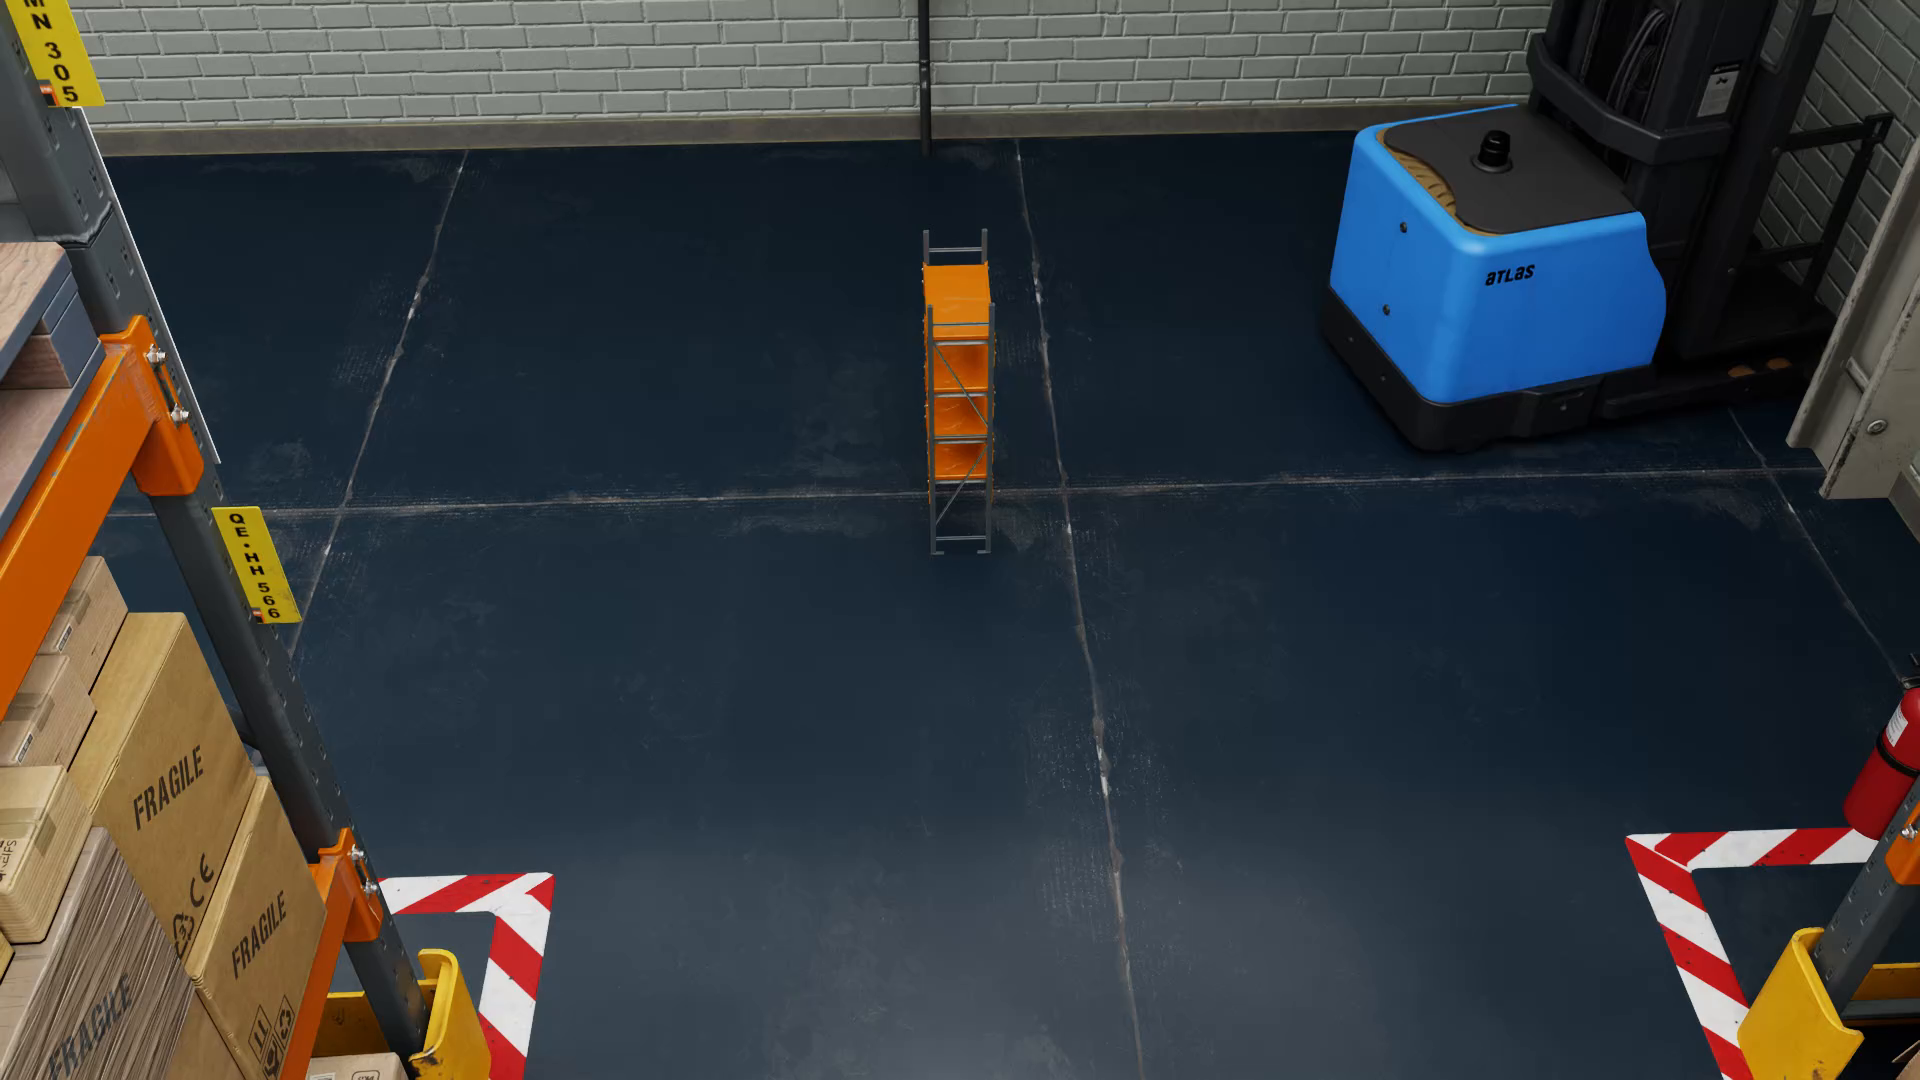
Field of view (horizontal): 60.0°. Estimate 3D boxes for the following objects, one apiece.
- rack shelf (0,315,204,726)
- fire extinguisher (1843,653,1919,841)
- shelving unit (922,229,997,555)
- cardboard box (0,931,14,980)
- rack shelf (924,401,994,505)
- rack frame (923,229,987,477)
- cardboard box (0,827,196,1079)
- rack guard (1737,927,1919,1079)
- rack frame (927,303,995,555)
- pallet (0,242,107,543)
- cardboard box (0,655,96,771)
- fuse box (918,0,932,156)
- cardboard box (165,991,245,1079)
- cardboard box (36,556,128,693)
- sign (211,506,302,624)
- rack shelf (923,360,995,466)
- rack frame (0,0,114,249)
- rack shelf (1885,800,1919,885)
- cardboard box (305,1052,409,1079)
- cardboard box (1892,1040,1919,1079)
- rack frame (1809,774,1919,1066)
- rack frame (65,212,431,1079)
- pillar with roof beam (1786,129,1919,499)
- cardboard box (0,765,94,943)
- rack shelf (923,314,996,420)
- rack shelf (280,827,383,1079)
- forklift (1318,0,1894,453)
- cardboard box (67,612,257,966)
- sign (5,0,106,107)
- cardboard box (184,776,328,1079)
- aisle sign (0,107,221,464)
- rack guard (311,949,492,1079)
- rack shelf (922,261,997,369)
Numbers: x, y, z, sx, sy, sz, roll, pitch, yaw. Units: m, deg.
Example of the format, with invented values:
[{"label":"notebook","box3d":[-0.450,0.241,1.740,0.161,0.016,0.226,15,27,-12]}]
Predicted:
[{"label":"rack shelf","box3d":[-1.912,1.086,1.658,1.077,0.370,4.000,-2,43,-2]},{"label":"fire extinguisher","box3d":[2.494,0.511,4.306,0.296,0.674,0.183,-2,43,-2]},{"label":"shelving unit","box3d":[-0.007,-0.554,6.466,0.258,1.200,0.503,-2,43,-2]},{"label":"cardboard box","box3d":[-1.682,0.682,2.492,0.380,0.149,0.250,-1,43,-1]},{"label":"rack shelf","box3d":[-0.007,-0.358,6.646,0.258,0.148,0.480,-2,43,-2]},{"label":"rack frame","box3d":[-0.017,-0.719,6.646,0.240,1.200,0.015,-2,43,-2]},{"label":"cardboard box","box3d":[-1.687,0.841,2.798,0.500,0.500,0.500,-2,43,-2]},{"label":"rack guard","box3d":[2.965,1.404,4.848,1.175,0.500,0.348,-2,43,-2]},{"label":"rack frame","box3d":[0.003,-0.389,6.287,0.240,1.200,0.015,-2,43,-2]},{"label":"pallet","box3d":[-1.955,0.003,2.372,1.003,0.211,1.213,-2,43,-2]},{"label":"cardboard box","box3d":[-1.747,0.339,2.867,0.380,0.149,0.250,-1,43,-1]},{"label":"fuse box","box3d":[-0.155,-2.717,8.448,0.539,1.711,0.414,-2,43,-2]},{"label":"cardboard box","box3d":[-1.706,1.196,3.151,0.500,0.500,0.500,-2,43,-3]},{"label":"cardboard box","box3d":[-1.782,0.168,3.053,0.380,0.149,0.250,-1,43,-1]},{"label":"sign","box3d":[-1.454,0.056,3.437,0.100,0.325,0.005,-2,43,-2]},{"label":"rack shelf","box3d":[-0.007,-0.504,6.512,0.258,0.148,0.480,-2,43,-2]},{"label":"rack frame","box3d":[-1.997,-1.636,1.875,1.000,3.000,0.127,-2,43,-2]},{"label":"rack shelf","box3d":[3.047,2.046,2.830,1.077,0.370,4.000,-2,43,-2]},{"label":"cardboard box","box3d":[-1.869,1.808,4.143,0.875,0.438,0.875,-3,43,-3]},{"label":"cardboard box","box3d":[2.893,1.612,4.308,0.797,0.503,0.637,-3,43,-3]},{"label":"rack frame","box3d":[2.962,0.431,4.060,1.000,3.000,0.127,-2,43,-2]},{"label":"rack frame","box3d":[-1.997,0.576,3.902,1.000,3.000,0.127,-2,43,-2]},{"label":"pillar with roof beam","box3d":[-0.553,-3.503,3.912,9.100,9.000,0.400,-2,43,-2]},{"label":"cardboard box","box3d":[-1.652,0.511,2.679,0.380,0.149,0.250,-2,43,-2]},{"label":"rack shelf","box3d":[-0.007,-0.669,6.361,0.258,0.148,0.480,-2,43,-2]},{"label":"rack shelf","box3d":[-1.912,2.191,2.672,1.077,0.370,4.000,-2,43,-2]},{"label":"forklift","box3d":[3.241,-2.024,6.789,3.031,2.935,1.130,-12,44,-12]},{"label":"cardboard box","box3d":[-1.739,0.489,3.182,0.500,0.500,0.500,0,43,0]},{"label":"sign","box3d":[-1.454,-0.833,2.622,0.100,0.325,0.005,-2,43,-2]},{"label":"cardboard box","box3d":[-1.712,0.857,3.521,0.500,0.500,0.500,-1,43,-2]},{"label":"aisle sign","box3d":[-1.690,-0.440,3.086,0.394,0.787,0.004,-2,43,-2]},{"label":"rack guard","box3d":[-1.998,1.481,4.764,1.175,0.500,0.348,-2,43,-2]},{"label":"rack shelf","box3d":[-0.007,-0.844,6.201,0.258,0.148,0.480,-2,43,-2]}]
